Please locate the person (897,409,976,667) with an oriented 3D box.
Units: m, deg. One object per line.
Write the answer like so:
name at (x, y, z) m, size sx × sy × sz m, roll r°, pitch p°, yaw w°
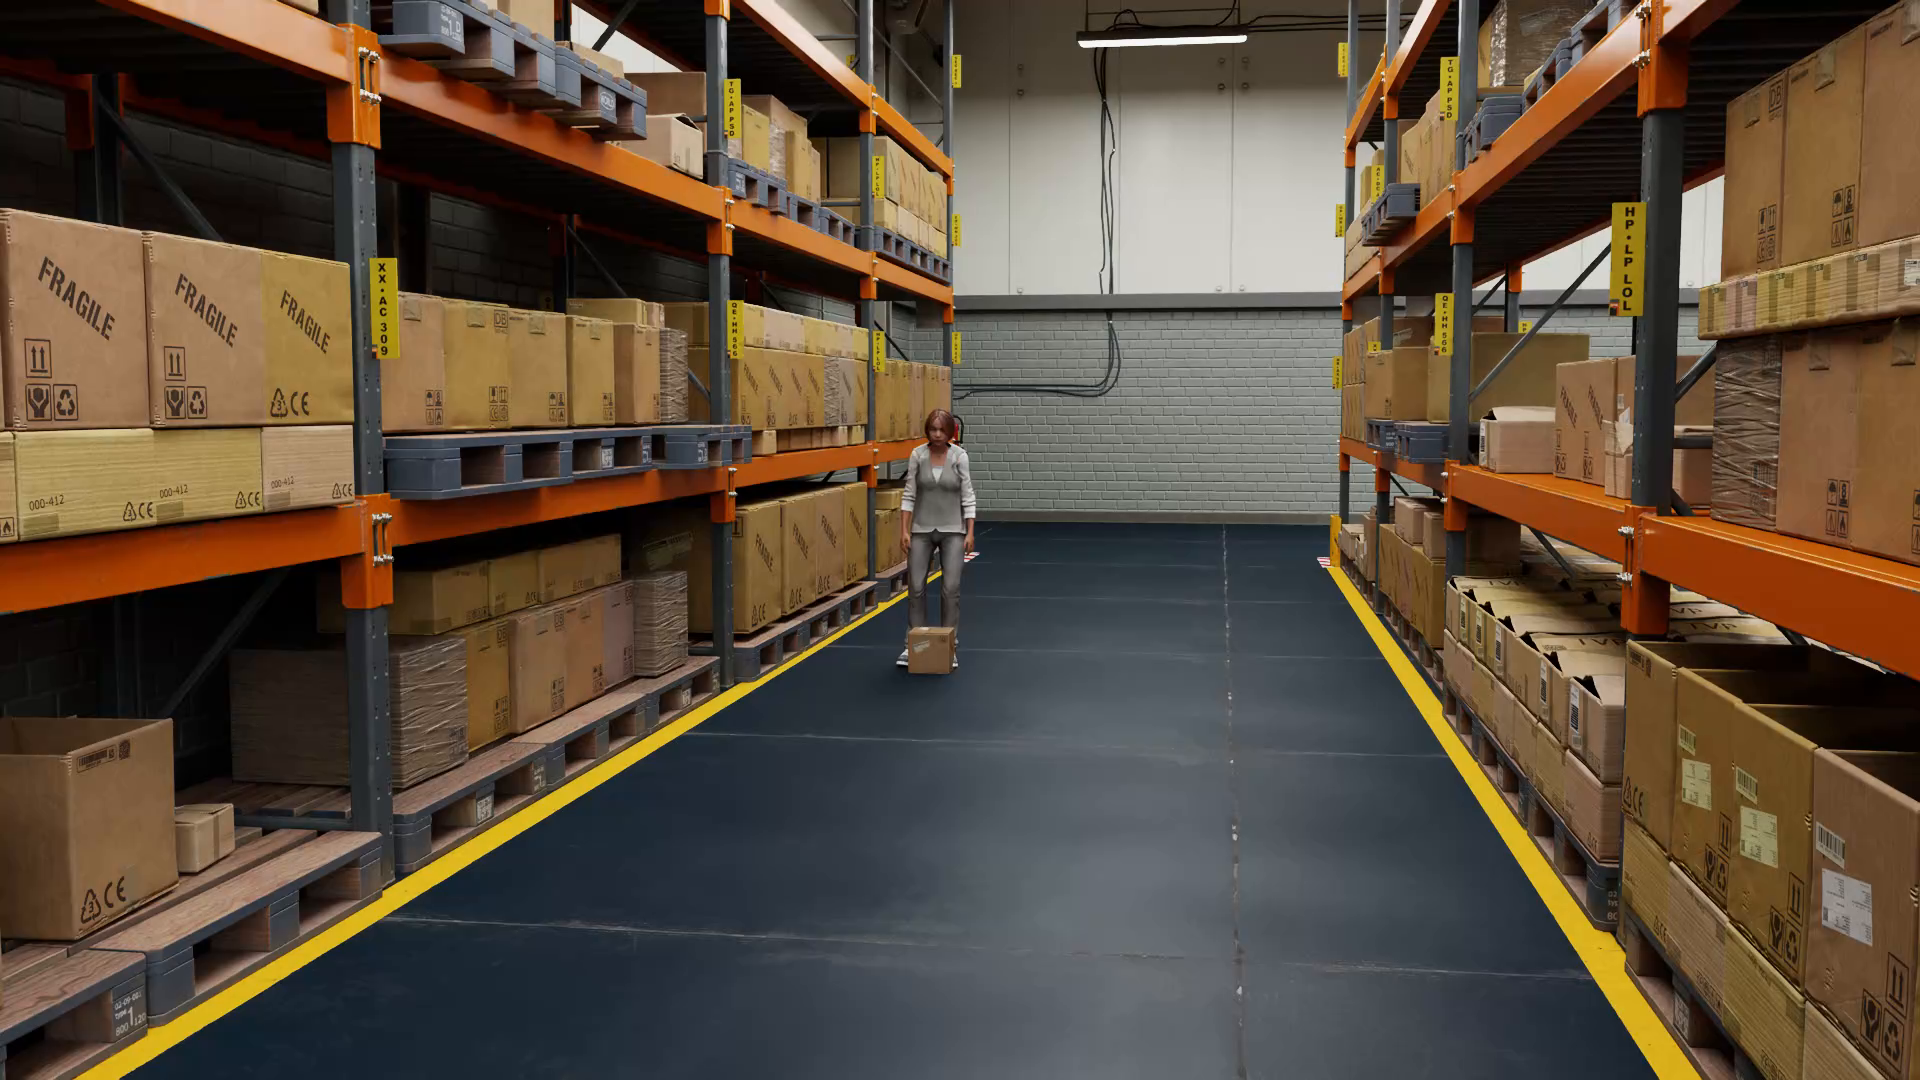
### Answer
person at (-0.144, -0.015, 10.303) m, size 0.485 × 1.594 × 0.370 m, roll 0°, pitch 5°, yaw 6°
